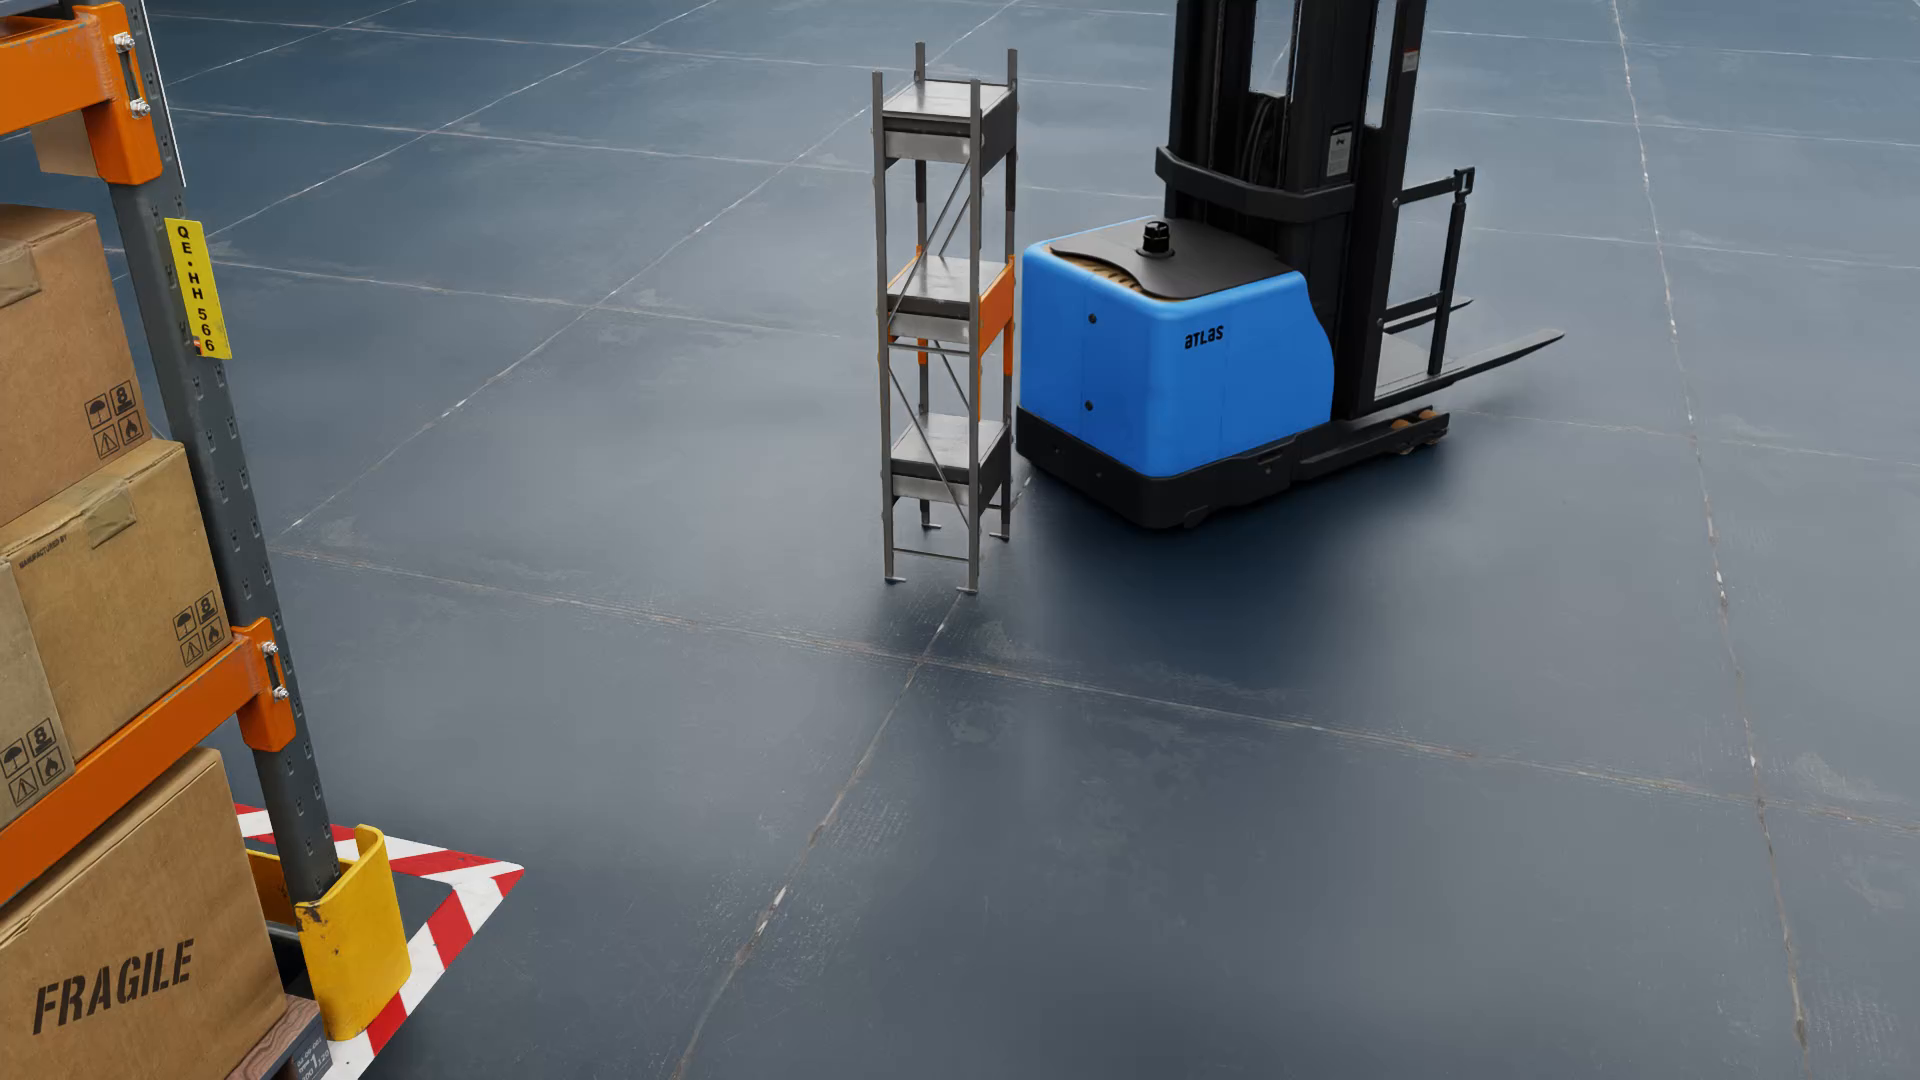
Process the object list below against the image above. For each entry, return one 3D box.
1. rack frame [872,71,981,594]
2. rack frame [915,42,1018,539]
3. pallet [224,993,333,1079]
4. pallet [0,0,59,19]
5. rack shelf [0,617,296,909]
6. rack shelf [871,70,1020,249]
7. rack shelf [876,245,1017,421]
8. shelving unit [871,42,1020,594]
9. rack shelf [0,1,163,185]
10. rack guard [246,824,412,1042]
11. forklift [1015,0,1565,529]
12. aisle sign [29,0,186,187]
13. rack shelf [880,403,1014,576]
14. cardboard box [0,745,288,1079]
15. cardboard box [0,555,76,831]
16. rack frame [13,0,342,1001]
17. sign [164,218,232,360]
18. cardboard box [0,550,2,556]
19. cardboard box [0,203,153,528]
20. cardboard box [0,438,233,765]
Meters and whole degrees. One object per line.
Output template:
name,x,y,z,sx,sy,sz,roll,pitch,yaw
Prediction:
rack frame,-0.120,-0.727,6.397,0.400,2.100,0.015,8,30,15
rack frame,0.023,-0.954,6.805,0.400,2.100,0.015,8,30,15
pallet,-2.390,1.565,4.221,1.003,0.211,1.213,8,30,15
pallet,-2.438,-0.963,2.901,1.003,0.211,1.213,8,30,15
rack shelf,-2.817,1.207,2.735,1.077,0.370,4.000,8,30,15
rack shelf,-0.049,-1.440,6.268,0.431,0.518,0.480,8,30,15
rack shelf,-0.049,-0.829,6.608,0.431,0.518,0.480,8,30,15
shelving unit,-0.049,-0.841,6.601,0.431,2.100,0.503,8,30,15
rack shelf,-2.817,-0.104,2.006,1.077,0.370,4.000,8,30,15
rack guard,-2.223,1.044,4.858,1.175,0.500,0.348,8,30,15
forklift,1.759,-1.879,7.614,3.031,2.935,1.130,-19,34,-30
aisle sign,-1.922,-1.163,3.581,0.394,0.787,0.004,8,30,15
rack shelf,-0.049,-0.217,6.948,0.431,0.518,0.480,8,30,15
cardboard box,-2.366,1.033,4.062,0.875,0.875,0.875,9,30,15
cardboard box,-2.436,0.335,3.407,0.875,0.550,0.550,8,30,15
rack frame,-2.230,-0.037,4.231,1.000,3.000,0.127,8,30,15
sign,-1.715,-0.562,3.741,0.100,0.325,0.005,8,30,15
cardboard box,-2.449,-0.139,3.148,0.875,0.550,0.550,8,30,15
cardboard box,-2.376,-0.407,3.632,0.875,0.550,0.550,8,30,15
cardboard box,-2.295,0.077,3.873,0.875,0.550,0.550,8,30,15
